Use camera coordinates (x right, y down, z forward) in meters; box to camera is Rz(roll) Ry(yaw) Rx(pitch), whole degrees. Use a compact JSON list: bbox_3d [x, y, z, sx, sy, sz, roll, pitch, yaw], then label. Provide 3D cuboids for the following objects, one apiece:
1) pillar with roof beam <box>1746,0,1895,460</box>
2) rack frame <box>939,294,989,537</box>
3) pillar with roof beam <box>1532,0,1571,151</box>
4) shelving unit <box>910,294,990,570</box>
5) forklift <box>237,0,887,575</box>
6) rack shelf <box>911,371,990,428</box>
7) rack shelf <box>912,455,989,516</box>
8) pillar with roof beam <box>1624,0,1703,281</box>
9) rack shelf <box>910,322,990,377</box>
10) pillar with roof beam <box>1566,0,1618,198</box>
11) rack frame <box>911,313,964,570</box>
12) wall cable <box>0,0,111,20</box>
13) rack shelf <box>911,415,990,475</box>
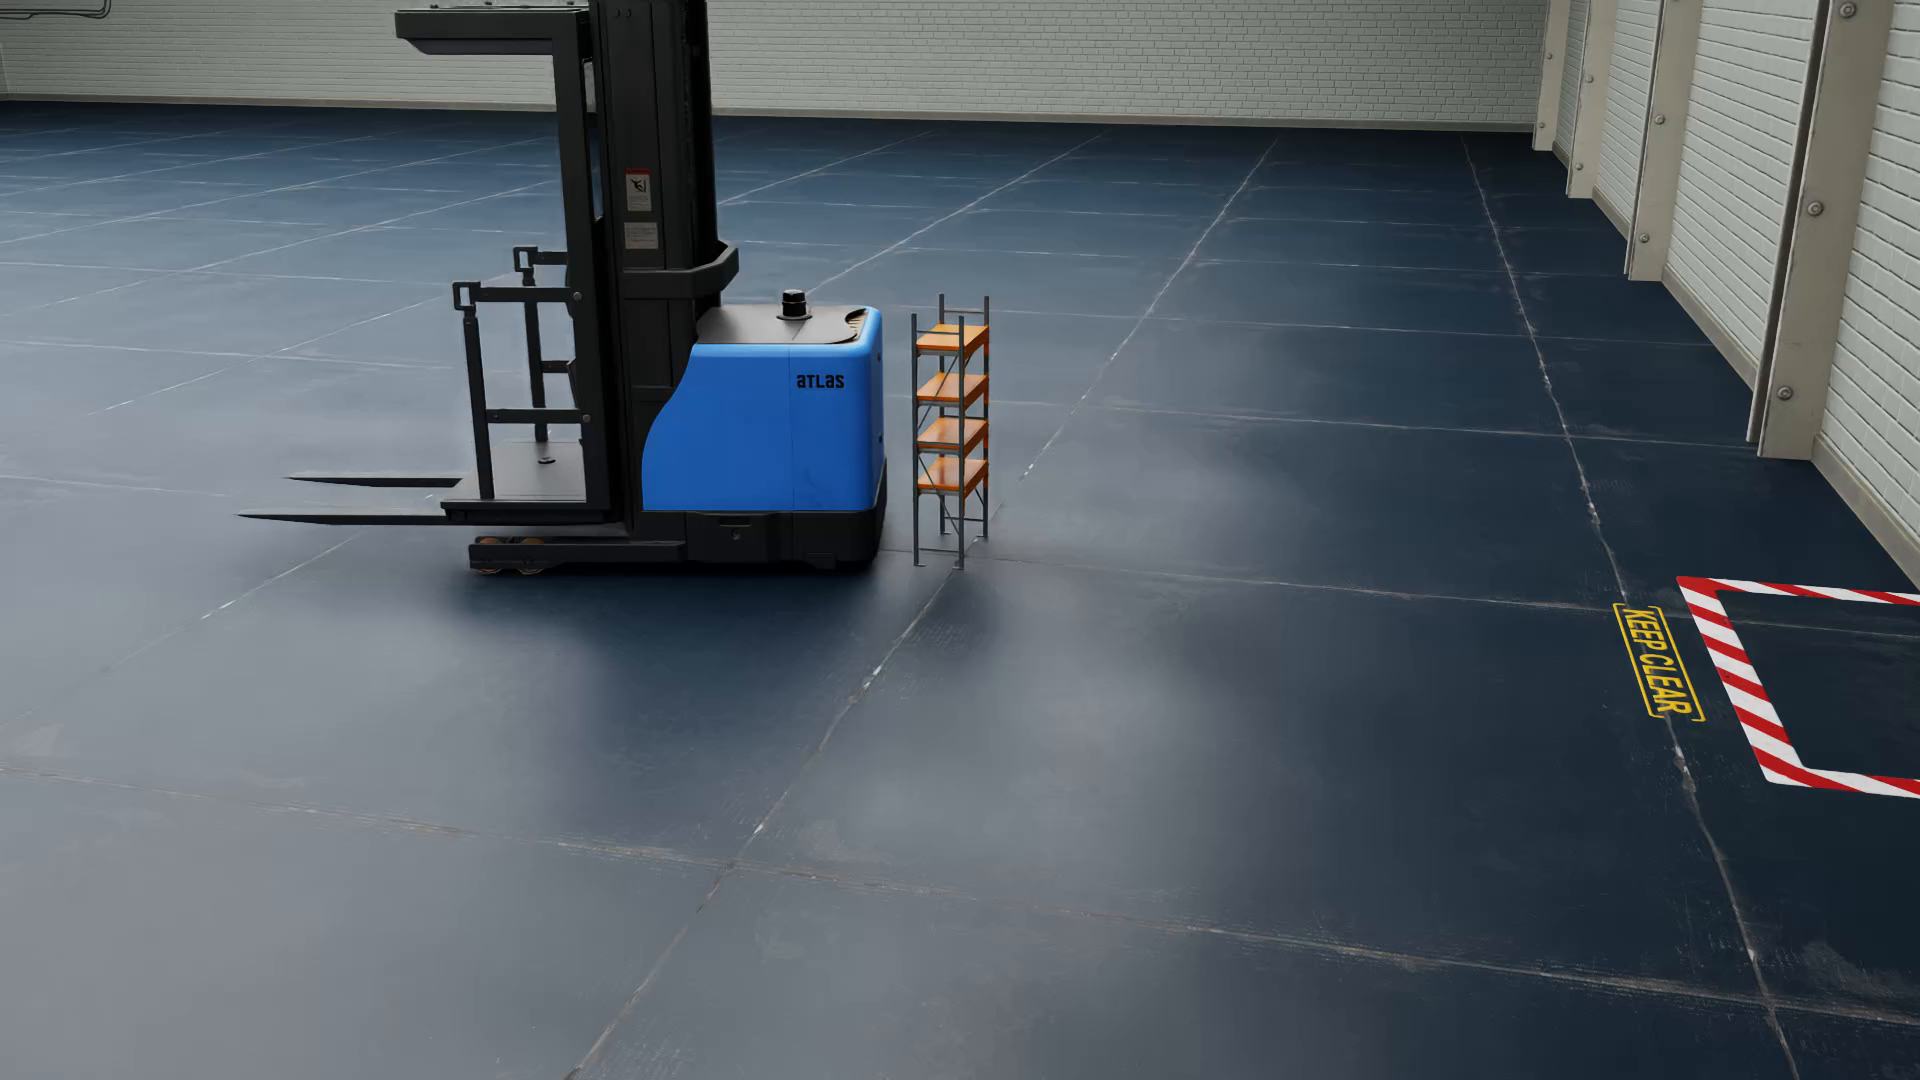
[{"bbox_3d":[0.632,-5.128,9.278,9.100,9.000,0.400,5,19,13],"label":"pillar with roof beam"},{"bbox_3d":[0.019,-0.592,8.066,0.240,1.200,0.015,5,19,13],"label":"rack frame"},{"bbox_3d":[5.030,-10.769,25.795,9.100,9.000,0.400,5,19,13],"label":"pillar with roof beam"},{"bbox_3d":[-0.040,-0.516,7.842,0.258,1.200,0.503,5,19,13],"label":"shelving unit"},{"bbox_3d":[-1.897,-1.396,7.741,3.031,2.935,1.130,0,19,1],"label":"forklift"},{"bbox_3d":[-0.040,-0.664,7.791,0.258,0.148,0.480,5,19,13],"label":"rack shelf"},{"bbox_3d":[-0.040,-0.264,7.928,0.258,0.148,0.480,5,19,13],"label":"rack shelf"},{"bbox_3d":[2.098,-7.008,14.783,9.100,9.000,0.400,5,19,13],"label":"pillar with roof beam"},{"bbox_3d":[-0.040,-0.888,7.715,0.258,0.148,0.480,5,19,13],"label":"rack shelf"},{"bbox_3d":[3.564,-8.889,20.289,9.100,9.000,0.400,5,19,13],"label":"pillar with roof beam"},{"bbox_3d":[-0.100,-0.439,7.618,0.240,1.200,0.015,5,19,13],"label":"rack frame"},{"bbox_3d":[-19.339,-12.267,34.983,3.097,2.526,0.112,5,19,13],"label":"wall cable"},{"bbox_3d":[-0.040,-0.452,7.863,0.258,0.148,0.480,5,19,13],"label":"rack shelf"}]
